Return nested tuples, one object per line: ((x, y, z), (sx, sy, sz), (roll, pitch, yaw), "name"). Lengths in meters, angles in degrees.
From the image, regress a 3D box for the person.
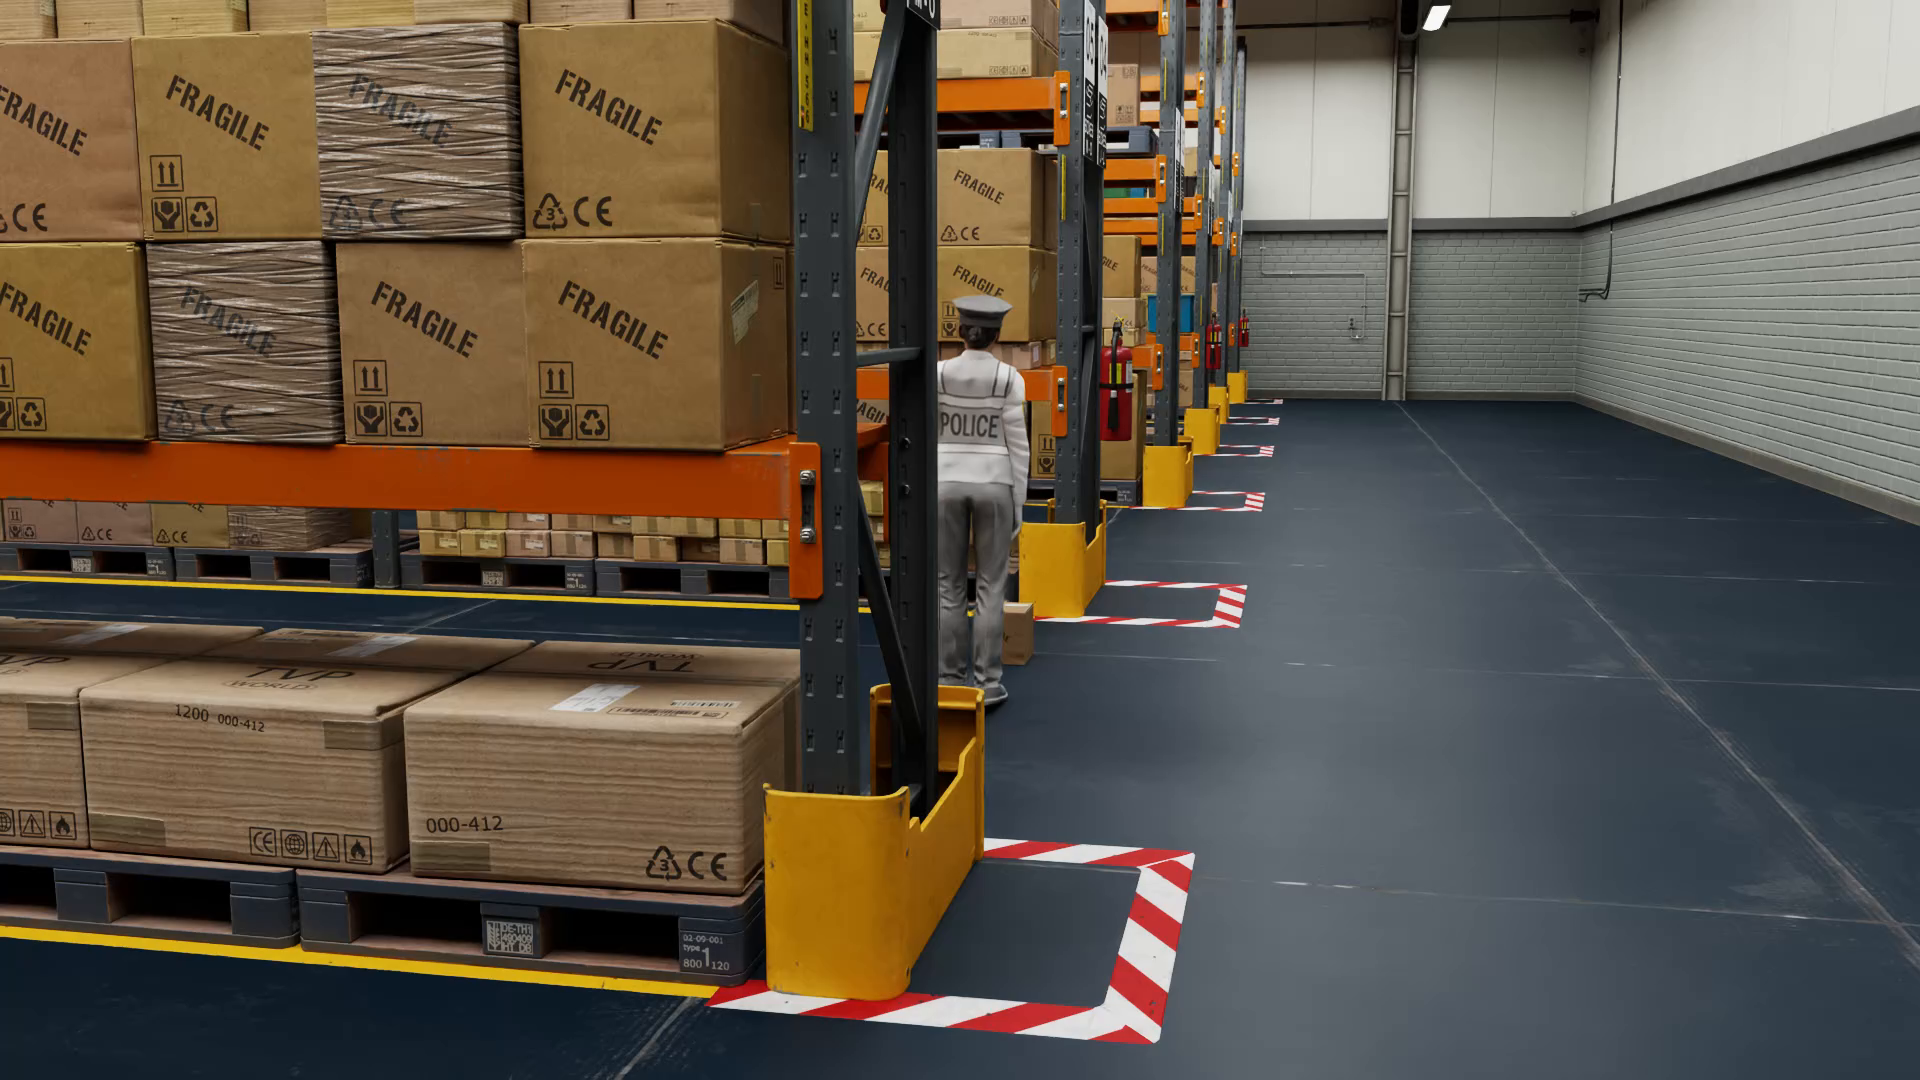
((0.038, -0.152, 6.822), (0.499, 1.696, 0.408), (1, 8, 9), "person")
